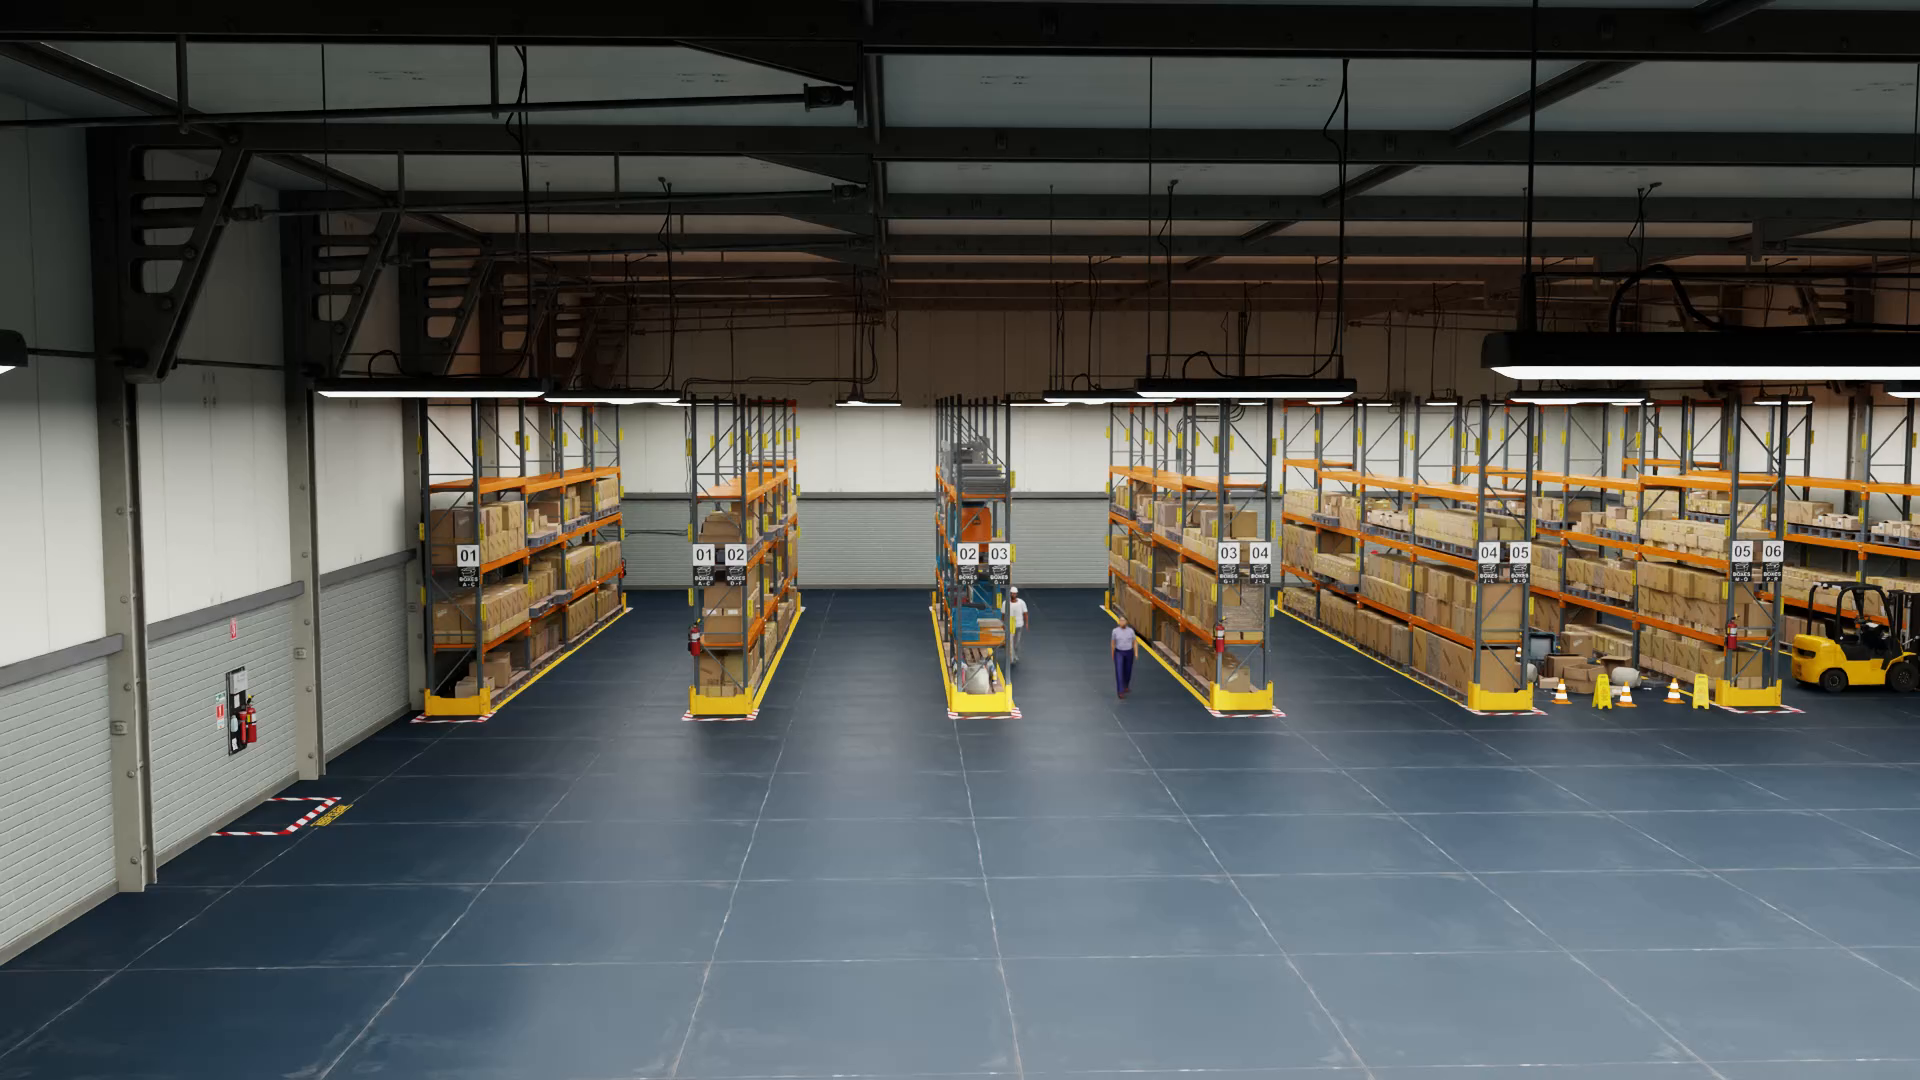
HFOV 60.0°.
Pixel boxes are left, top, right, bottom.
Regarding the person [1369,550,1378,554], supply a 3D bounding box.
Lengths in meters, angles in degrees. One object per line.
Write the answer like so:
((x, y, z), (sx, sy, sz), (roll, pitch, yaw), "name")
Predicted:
((11.590, 1.172, 46.484), (0.602, 1.791, 0.467), (-3, 5, -30), "person")

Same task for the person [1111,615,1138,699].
((3.278, 2.299, 33.081), (0.506, 1.600, 0.939), (0, 5, -3), "person")

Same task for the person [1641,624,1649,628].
((18.093, 1.431, 43.342), (0.548, 1.760, 0.555), (-2, 5, -27), "person")

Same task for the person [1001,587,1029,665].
((1.235, 1.914, 37.261), (0.595, 1.716, 1.031), (-1, 5, -7), "person")
